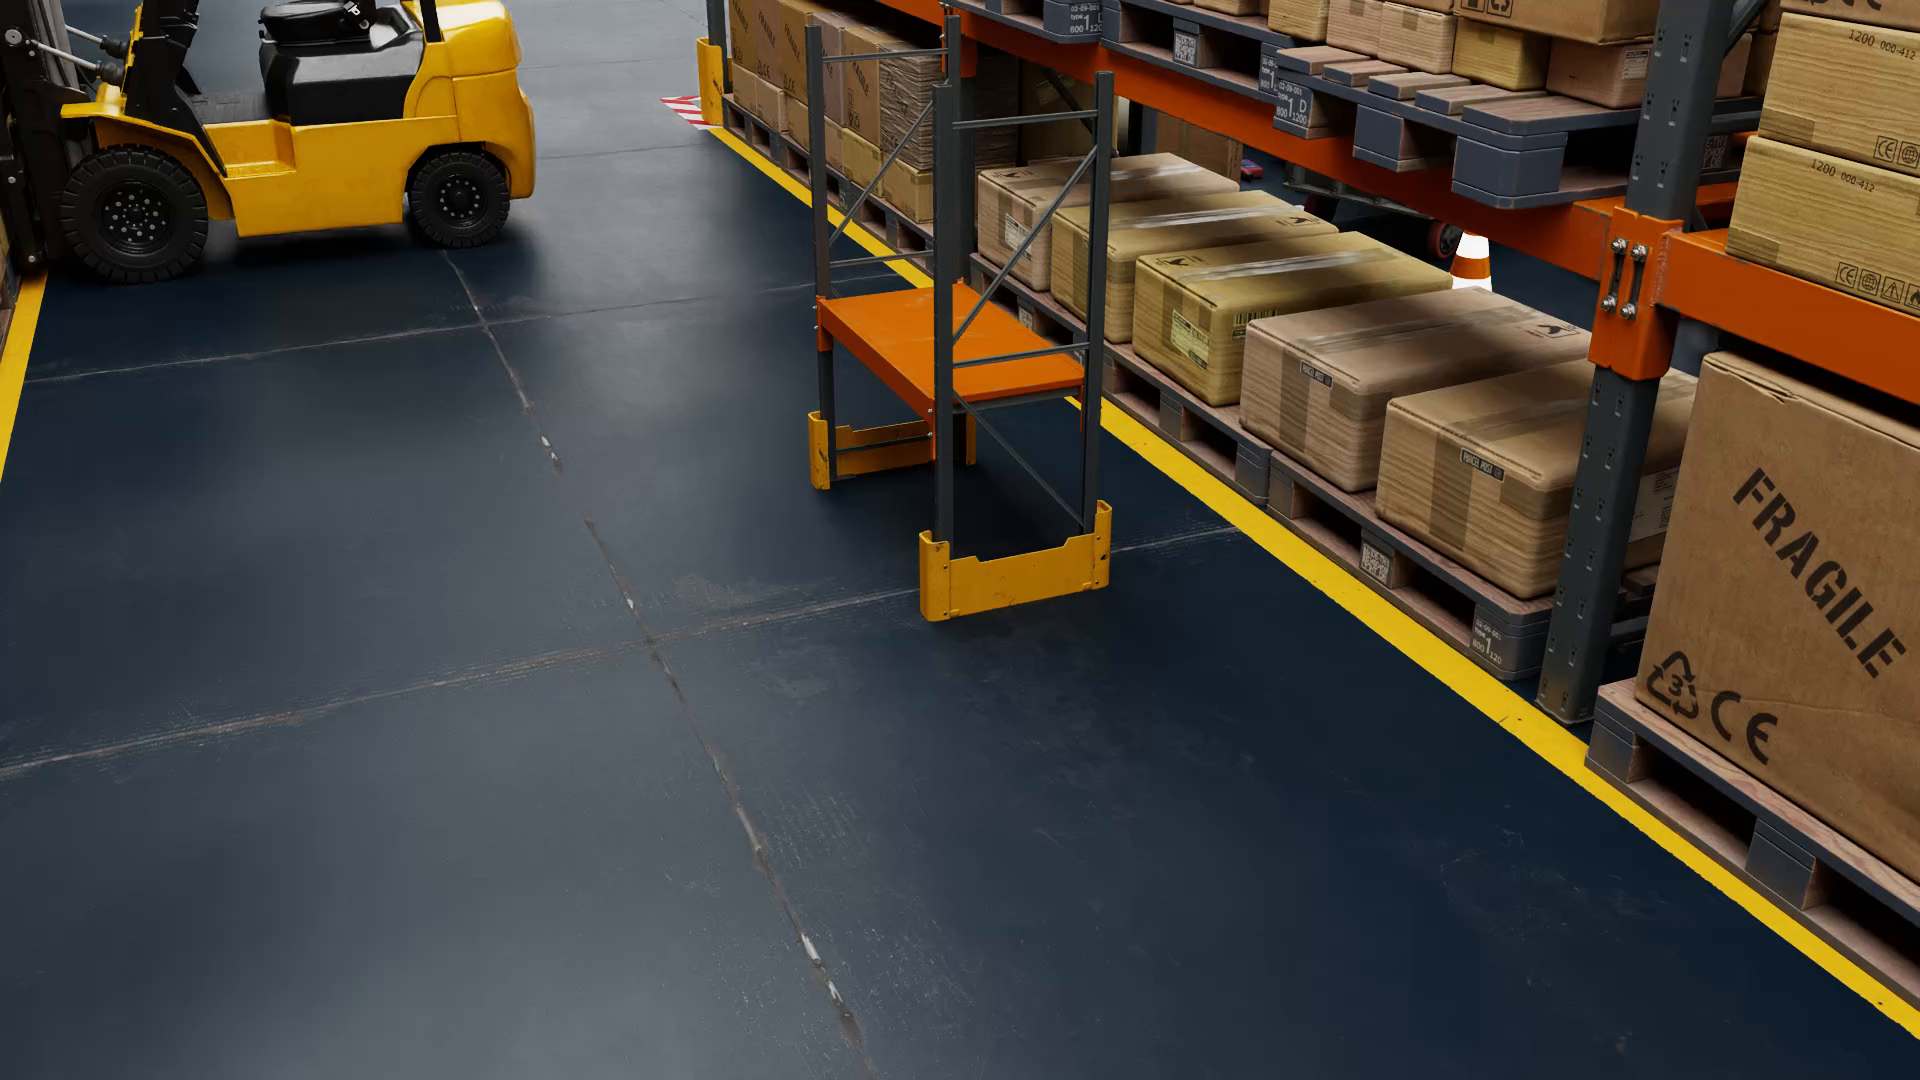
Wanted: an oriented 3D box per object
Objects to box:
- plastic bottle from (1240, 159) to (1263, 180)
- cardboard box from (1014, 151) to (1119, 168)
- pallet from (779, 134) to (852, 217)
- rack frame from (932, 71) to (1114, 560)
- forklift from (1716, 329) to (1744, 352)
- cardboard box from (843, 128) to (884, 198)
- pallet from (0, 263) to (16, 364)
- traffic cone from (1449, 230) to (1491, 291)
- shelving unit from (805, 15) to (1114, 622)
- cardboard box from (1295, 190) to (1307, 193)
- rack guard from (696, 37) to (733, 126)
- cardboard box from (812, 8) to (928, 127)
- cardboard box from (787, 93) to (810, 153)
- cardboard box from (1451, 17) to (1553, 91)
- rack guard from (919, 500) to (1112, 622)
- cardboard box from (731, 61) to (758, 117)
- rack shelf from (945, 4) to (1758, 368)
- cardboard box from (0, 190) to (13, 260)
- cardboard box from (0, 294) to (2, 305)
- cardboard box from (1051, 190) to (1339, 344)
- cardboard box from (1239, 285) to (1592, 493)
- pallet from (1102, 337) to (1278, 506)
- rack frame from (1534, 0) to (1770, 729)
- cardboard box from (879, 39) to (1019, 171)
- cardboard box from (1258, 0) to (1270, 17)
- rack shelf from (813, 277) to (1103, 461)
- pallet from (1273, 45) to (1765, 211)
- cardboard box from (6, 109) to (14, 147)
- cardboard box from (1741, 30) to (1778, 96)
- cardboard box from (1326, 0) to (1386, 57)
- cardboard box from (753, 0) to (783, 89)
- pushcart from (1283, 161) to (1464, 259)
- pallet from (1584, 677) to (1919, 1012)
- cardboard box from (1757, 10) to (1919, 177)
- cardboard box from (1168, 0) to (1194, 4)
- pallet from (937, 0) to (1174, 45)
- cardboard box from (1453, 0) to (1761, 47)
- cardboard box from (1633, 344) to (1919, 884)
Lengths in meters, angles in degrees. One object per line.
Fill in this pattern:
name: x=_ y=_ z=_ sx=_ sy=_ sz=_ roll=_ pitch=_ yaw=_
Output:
plastic bottle: x=1.643 y=-2.112 z=9.506 sx=0.133 sy=0.061 sz=0.283 roll=-6 pitch=27 yaw=-12
cardboard box: x=0.440 y=-1.827 z=8.229 sx=0.500 sy=0.250 sz=0.500 roll=-12 pitch=28 yaw=-23
pallet: x=-0.354 y=-2.095 z=9.300 sx=1.003 sy=0.211 sz=1.213 roll=-11 pitch=28 yaw=-21
rack frame: x=0.166 y=-0.503 z=4.571 sx=0.500 sy=1.500 sz=0.032 roll=-11 pitch=28 yaw=-21
forklift: x=3.676 y=-1.953 z=5.909 sx=1.130 sy=2.935 sz=3.031 roll=-8 pitch=27 yaw=-16
cardboard box: x=-0.274 y=-1.948 z=8.477 sx=0.500 sy=0.250 sz=0.500 roll=-11 pitch=28 yaw=-22
pallet: x=-4.416 y=-0.810 z=6.669 sx=1.003 sy=0.211 sz=1.213 roll=-11 pitch=28 yaw=-21
traffic cone: x=2.196 y=-1.189 z=7.159 sx=0.336 sy=0.463 sz=0.334 roll=-11 pitch=28 yaw=-21
shelving unit: x=-0.030 y=-0.705 z=4.984 sx=0.587 sy=1.500 sz=1.083 roll=-11 pitch=28 yaw=-21
cardboard box: x=2.078 y=-2.059 z=9.163 sx=0.396 sy=0.266 sz=0.258 roll=13 pitch=29 yaw=24
rack guard: x=-1.114 y=-3.050 z=10.928 sx=1.175 sy=0.500 sz=0.348 roll=-11 pitch=28 yaw=-21
cardboard box: x=-0.458 y=-2.483 z=8.717 sx=0.500 sy=0.500 sz=0.500 roll=-9 pitch=27 yaw=-18
cardboard box: x=-0.664 y=-2.359 z=9.317 sx=0.500 sy=0.250 sz=0.500 roll=-9 pitch=27 yaw=-17
cardboard box: x=1.473 y=-1.238 z=4.175 sx=0.380 sy=0.149 sz=0.250 roll=-10 pitch=28 yaw=-20
rack guard: x=0.165 y=0.058 z=4.846 sx=0.587 sy=0.250 sz=0.087 roll=-11 pitch=28 yaw=-21
cardboard box: x=-1.082 y=-2.784 z=10.189 sx=0.500 sy=0.250 sz=0.500 roll=-11 pitch=28 yaw=-21
rack shelf: x=1.206 y=-1.459 z=5.639 sx=1.077 sy=0.370 sz=4.000 roll=-11 pitch=28 yaw=-21
cardboard box: x=-4.457 y=-1.347 z=7.246 sx=0.500 sy=0.250 sz=0.500 roll=-10 pitch=28 yaw=-20
cardboard box: x=-4.028 y=-0.940 z=6.412 sx=0.500 sy=0.250 sz=0.500 roll=-10 pitch=28 yaw=-20
cardboard box: x=0.915 y=-1.096 z=6.593 sx=0.950 sy=0.372 sz=0.625 roll=-9 pitch=27 yaw=-17
cardboard box: x=1.481 y=-0.509 z=5.390 sx=0.950 sy=0.372 sz=0.625 roll=-11 pitch=28 yaw=-22
pallet: x=1.211 y=-0.529 z=6.093 sx=1.003 sy=0.211 sz=1.213 roll=-11 pitch=28 yaw=-21
rack frame: x=1.989 y=-0.975 z=3.827 sx=1.000 sy=3.000 sz=0.127 roll=-11 pitch=28 yaw=-21
cardboard box: x=-0.056 y=-2.072 z=7.876 sx=0.500 sy=0.500 sz=0.500 roll=-11 pitch=28 yaw=-21
cardboard box: x=1.138 y=-1.667 z=5.053 sx=0.380 sy=0.149 sz=0.250 roll=-10 pitch=28 yaw=-20
rack shelf: x=-0.033 y=-0.547 z=5.070 sx=0.538 sy=0.185 sz=1.000 roll=-11 pitch=28 yaw=-21
pallet: x=1.612 y=-1.158 z=4.421 sx=1.213 sy=0.211 sz=1.003 roll=-11 pitch=28 yaw=-21
cardboard box: x=-4.823 y=-1.976 z=7.963 sx=0.500 sy=0.250 sz=0.500 roll=-11 pitch=28 yaw=-22
cardboard box: x=2.033 y=-1.214 z=4.125 sx=0.380 sy=0.149 sz=0.250 roll=-12 pitch=29 yaw=-24
cardboard box: x=1.242 y=-1.435 z=4.578 sx=0.380 sy=0.149 sz=0.250 roll=-12 pitch=28 yaw=-23
cardboard box: x=-0.864 y=-2.901 z=9.574 sx=0.500 sy=0.500 sz=0.500 roll=-12 pitch=28 yaw=-23
pushcart: x=2.501 y=-1.823 z=8.554 sx=1.648 sy=0.377 sz=0.936 roll=-22 pitch=34 yaw=-38
pallet: x=2.229 y=0.610 z=3.761 sx=1.003 sy=0.211 sz=1.213 roll=-11 pitch=28 yaw=-21
cardboard box: x=1.960 y=-0.885 z=3.245 sx=0.500 sy=0.250 sz=0.500 roll=-11 pitch=28 yaw=-21
cardboard box: x=0.833 y=-1.857 z=5.442 sx=0.380 sy=0.149 sz=0.250 roll=-9 pitch=28 yaw=-19
pallet: x=0.588 y=-2.170 z=6.494 sx=1.003 sy=0.211 sz=1.213 roll=-11 pitch=28 yaw=-21
cardboard box: x=1.555 y=-1.478 z=3.926 sx=0.500 sy=0.500 sz=0.500 roll=-11 pitch=28 yaw=-22
cardboard box: x=2.183 y=0.085 z=3.601 sx=0.875 sy=0.875 sz=0.875 roll=-11 pitch=28 yaw=-21
